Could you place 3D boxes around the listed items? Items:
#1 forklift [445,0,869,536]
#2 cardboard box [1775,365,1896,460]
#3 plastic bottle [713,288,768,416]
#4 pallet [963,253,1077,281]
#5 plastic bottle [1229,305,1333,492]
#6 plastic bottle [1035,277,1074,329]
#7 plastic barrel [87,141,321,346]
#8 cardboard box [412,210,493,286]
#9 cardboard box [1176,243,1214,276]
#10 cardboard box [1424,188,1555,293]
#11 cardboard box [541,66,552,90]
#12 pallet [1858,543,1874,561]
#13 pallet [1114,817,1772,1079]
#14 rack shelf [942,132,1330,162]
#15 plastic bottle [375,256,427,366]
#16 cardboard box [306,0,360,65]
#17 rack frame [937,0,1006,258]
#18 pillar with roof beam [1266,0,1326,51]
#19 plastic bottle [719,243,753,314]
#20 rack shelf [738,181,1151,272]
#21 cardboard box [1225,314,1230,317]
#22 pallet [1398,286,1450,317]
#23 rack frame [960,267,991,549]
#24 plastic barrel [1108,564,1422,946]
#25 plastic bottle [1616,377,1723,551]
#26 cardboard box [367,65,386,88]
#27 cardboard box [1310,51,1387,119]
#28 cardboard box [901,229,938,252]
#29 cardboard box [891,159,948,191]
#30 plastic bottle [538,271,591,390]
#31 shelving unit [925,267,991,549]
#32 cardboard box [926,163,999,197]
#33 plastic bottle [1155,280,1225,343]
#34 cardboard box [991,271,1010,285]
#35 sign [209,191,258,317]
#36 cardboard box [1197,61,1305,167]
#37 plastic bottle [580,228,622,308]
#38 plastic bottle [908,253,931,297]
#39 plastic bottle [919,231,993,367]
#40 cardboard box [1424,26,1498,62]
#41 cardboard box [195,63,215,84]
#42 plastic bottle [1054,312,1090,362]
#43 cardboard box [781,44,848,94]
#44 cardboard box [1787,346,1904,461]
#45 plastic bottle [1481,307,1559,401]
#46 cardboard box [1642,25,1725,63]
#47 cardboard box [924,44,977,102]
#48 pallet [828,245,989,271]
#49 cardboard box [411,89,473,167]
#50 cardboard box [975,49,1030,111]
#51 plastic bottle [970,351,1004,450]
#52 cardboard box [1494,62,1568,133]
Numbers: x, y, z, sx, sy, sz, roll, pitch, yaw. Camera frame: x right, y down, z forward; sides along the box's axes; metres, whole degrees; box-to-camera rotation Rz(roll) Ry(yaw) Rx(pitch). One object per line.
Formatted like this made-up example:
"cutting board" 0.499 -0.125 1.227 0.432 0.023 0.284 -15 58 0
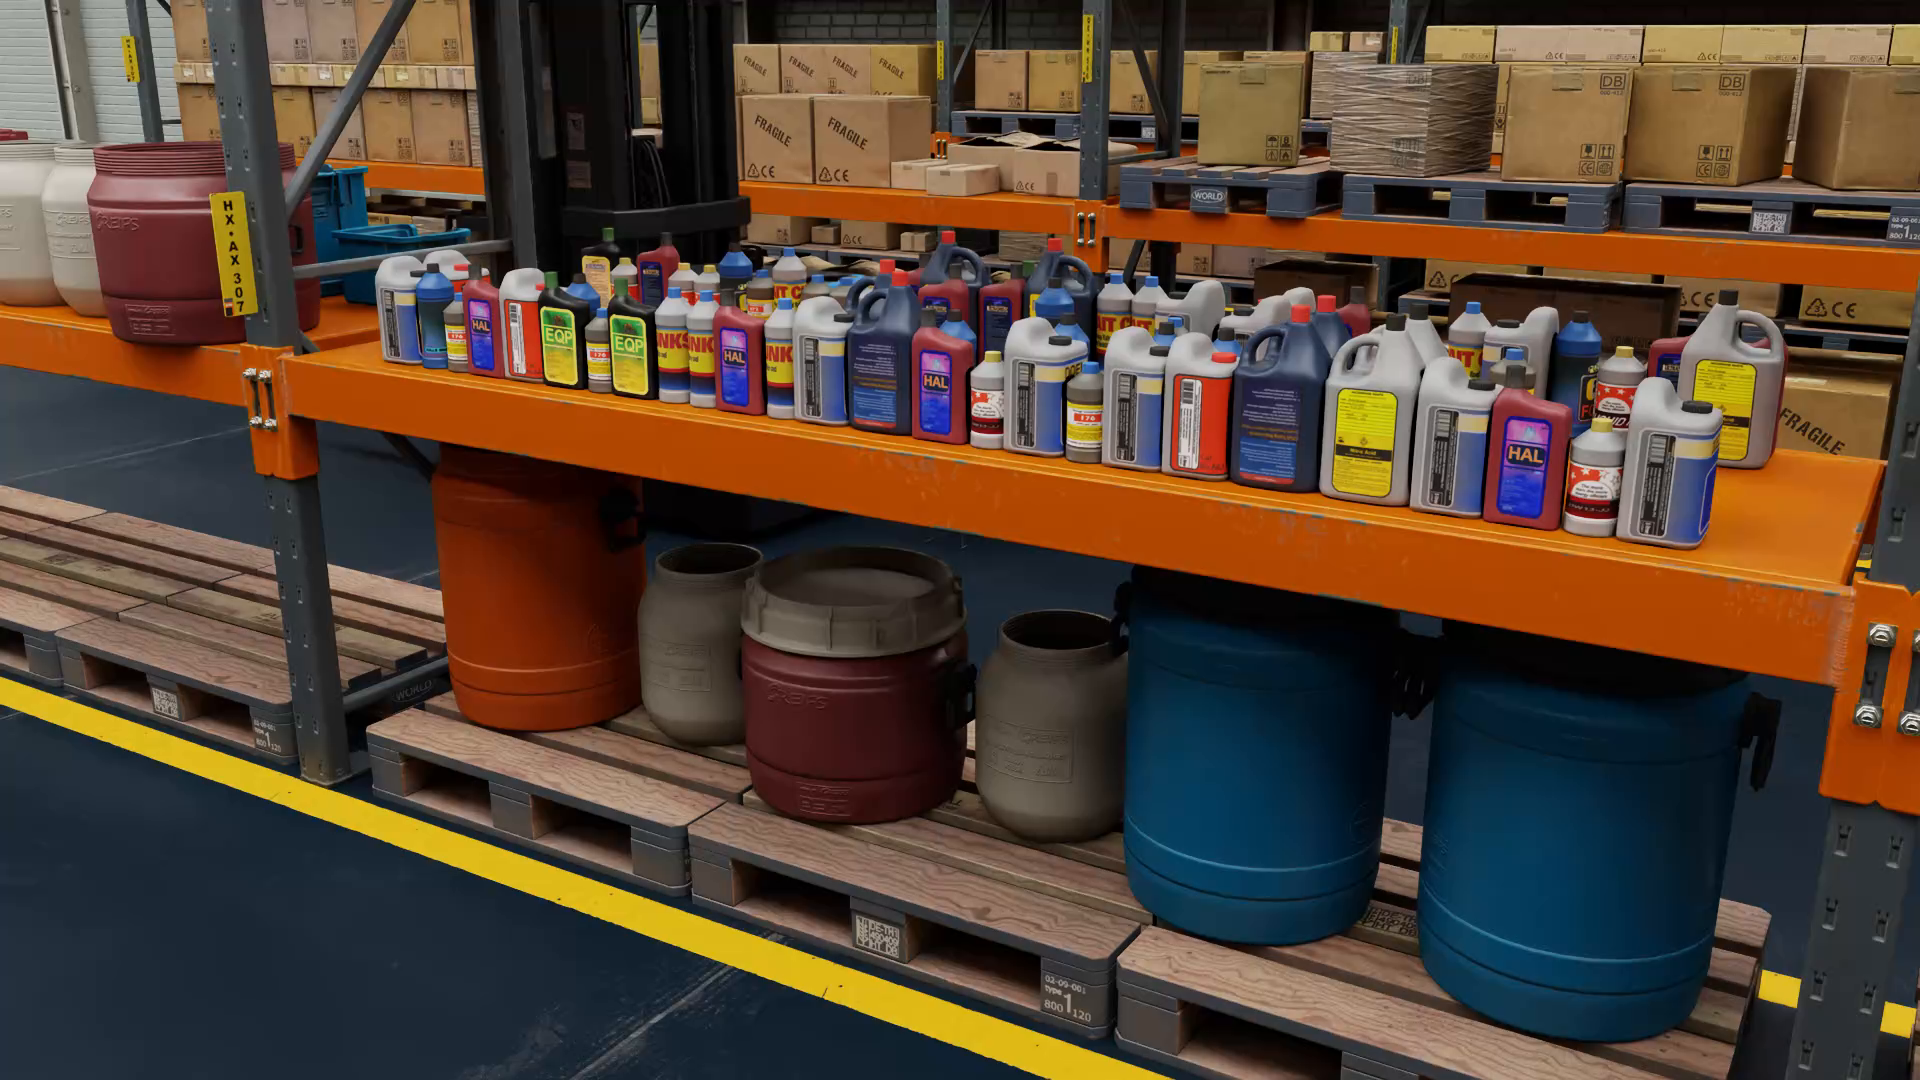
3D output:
"forklift" -1.875 -1.728 8.026 3.031 2.935 1.130 11 20 32
"cardboard box" 3.767 -0.463 7.287 0.500 0.500 0.500 10 20 30
"plastic bottle" -0.506 -0.438 3.862 0.133 0.283 0.061 10 20 30
"pallet" 0.774 -2.436 15.038 1.213 0.211 1.003 10 20 30
"plastic bottle" 0.630 -0.281 3.231 0.185 0.351 0.144 10 20 30
"plastic bottle" 0.234 -0.516 4.139 0.097 0.271 0.097 0 17 0
"plastic barrel" -2.221 -0.887 4.906 0.708 0.536 0.600 10 20 30
"cardboard box" -3.409 -2.000 11.524 0.500 0.500 0.500 10 20 30
"cardboard box" 2.061 -2.567 14.214 0.500 0.500 0.700 10 20 30
"cardboard box" 4.076 -2.308 12.794 0.750 0.750 0.750 10 19 29
"cardboard box" -2.823 -3.007 10.833 0.250 0.149 0.380 10 20 30
"pallet" 3.624 -0.224 7.756 1.213 0.211 1.003 10 20 30
"pallet" 1.106 0.989 3.763 1.213 0.211 1.003 10 20 30
"rack shelf" 1.814 -3.240 14.124 4.000 0.370 1.077 10 20 30
"plastic bottle" -1.467 -0.621 4.478 0.135 0.276 0.152 10 20 30
"cardboard box" -4.144 -3.624 11.748 0.500 0.500 0.700 10 20 30
"rack frame" 0.110 -3.888 15.021 0.127 3.000 1.000 10 20 30
"pillar with roof beam" 0.610 -5.496 9.992 0.400 9.000 9.100 10 20 30
"plastic bottle" -0.647 -0.722 4.819 0.097 0.271 0.097 0 17 0
"rack shelf" -0.775 -2.013 10.083 4.000 0.370 1.077 10 20 30
"cardboard box" 1.167 -0.927 8.816 0.500 0.500 0.500 11 20 32
"pallet" 4.151 -1.807 12.967 1.213 0.211 1.003 10 20 30
"rack frame" 0.066 -0.562 7.168 0.006 1.200 0.240 10 20 30
"plastic barrel" 0.684 0.391 3.822 0.708 0.901 0.600 10 20 30
"plastic bottle" 1.237 -0.138 2.889 0.135 0.276 0.152 10 20 30
"cardboard box" -3.905 -3.201 11.470 0.250 0.149 0.380 11 20 32
"cardboard box" 3.112 -3.607 13.167 0.500 0.500 0.700 8 18 24
"cardboard box" -0.362 -2.817 15.612 0.250 0.166 0.380 7 18 23
"cardboard box" -0.187 -2.112 9.607 0.250 0.149 0.380 12 21 34
"plastic bottle" -0.982 -0.523 4.141 0.133 0.283 0.061 10 20 30
"shelving unit" -0.012 -0.576 7.214 0.189 1.200 0.258 10 20 30
"cardboard box" 0.018 -2.001 9.239 0.250 0.149 0.380 10 20 30
"plastic bottle" 0.560 -0.499 4.078 0.135 0.276 0.152 10 20 30
"cardboard box" 0.184 -1.436 9.992 0.500 0.311 0.500 10 19 29
"sign" -1.949 -0.767 4.465 0.005 0.325 0.100 10 20 30
"cardboard box" 1.524 -2.233 8.678 0.500 0.500 0.700 4 17 12
"plastic bottle" -1.099 -0.815 5.103 0.133 0.283 0.061 10 20 30
"plastic bottle" -0.125 -0.641 4.531 0.133 0.283 0.061 10 20 30
"plastic bottle" -0.011 -0.638 4.407 0.185 0.351 0.144 10 20 30
"cardboard box" 3.795 -3.701 12.397 0.500 0.250 0.500 11 20 31
"cardboard box" -5.440 -3.475 12.372 0.250 0.149 0.380 10 19 29
"plastic bottle" 0.233 -0.358 3.620 0.097 0.271 0.097 0 17 0
"cardboard box" -1.307 -4.334 15.422 0.500 0.500 0.500 9 19 28
"cardboard box" 4.053 -0.592 7.715 0.500 0.500 0.500 9 19 28
"plastic bottle" 1.235 -0.379 3.681 0.135 0.276 0.152 10 20 30
"cardboard box" 5.095 -3.473 11.645 0.500 0.250 0.500 10 19 29
"cardboard box" -0.182 -4.308 15.337 0.500 0.500 0.500 10 19 29
"pallet" -0.481 -2.648 15.734 1.213 0.211 1.003 10 20 30
"cardboard box" -3.314 -2.853 11.442 0.500 0.500 0.700 10 20 29
"cardboard box" 0.526 -4.061 14.660 0.500 0.500 0.700 10 20 30
"plastic bottle" 0.070 -0.302 3.555 0.097 0.201 0.097 0 17 0
"cardboard box" 4.240 -3.260 12.236 0.500 0.500 0.500 11 20 32
